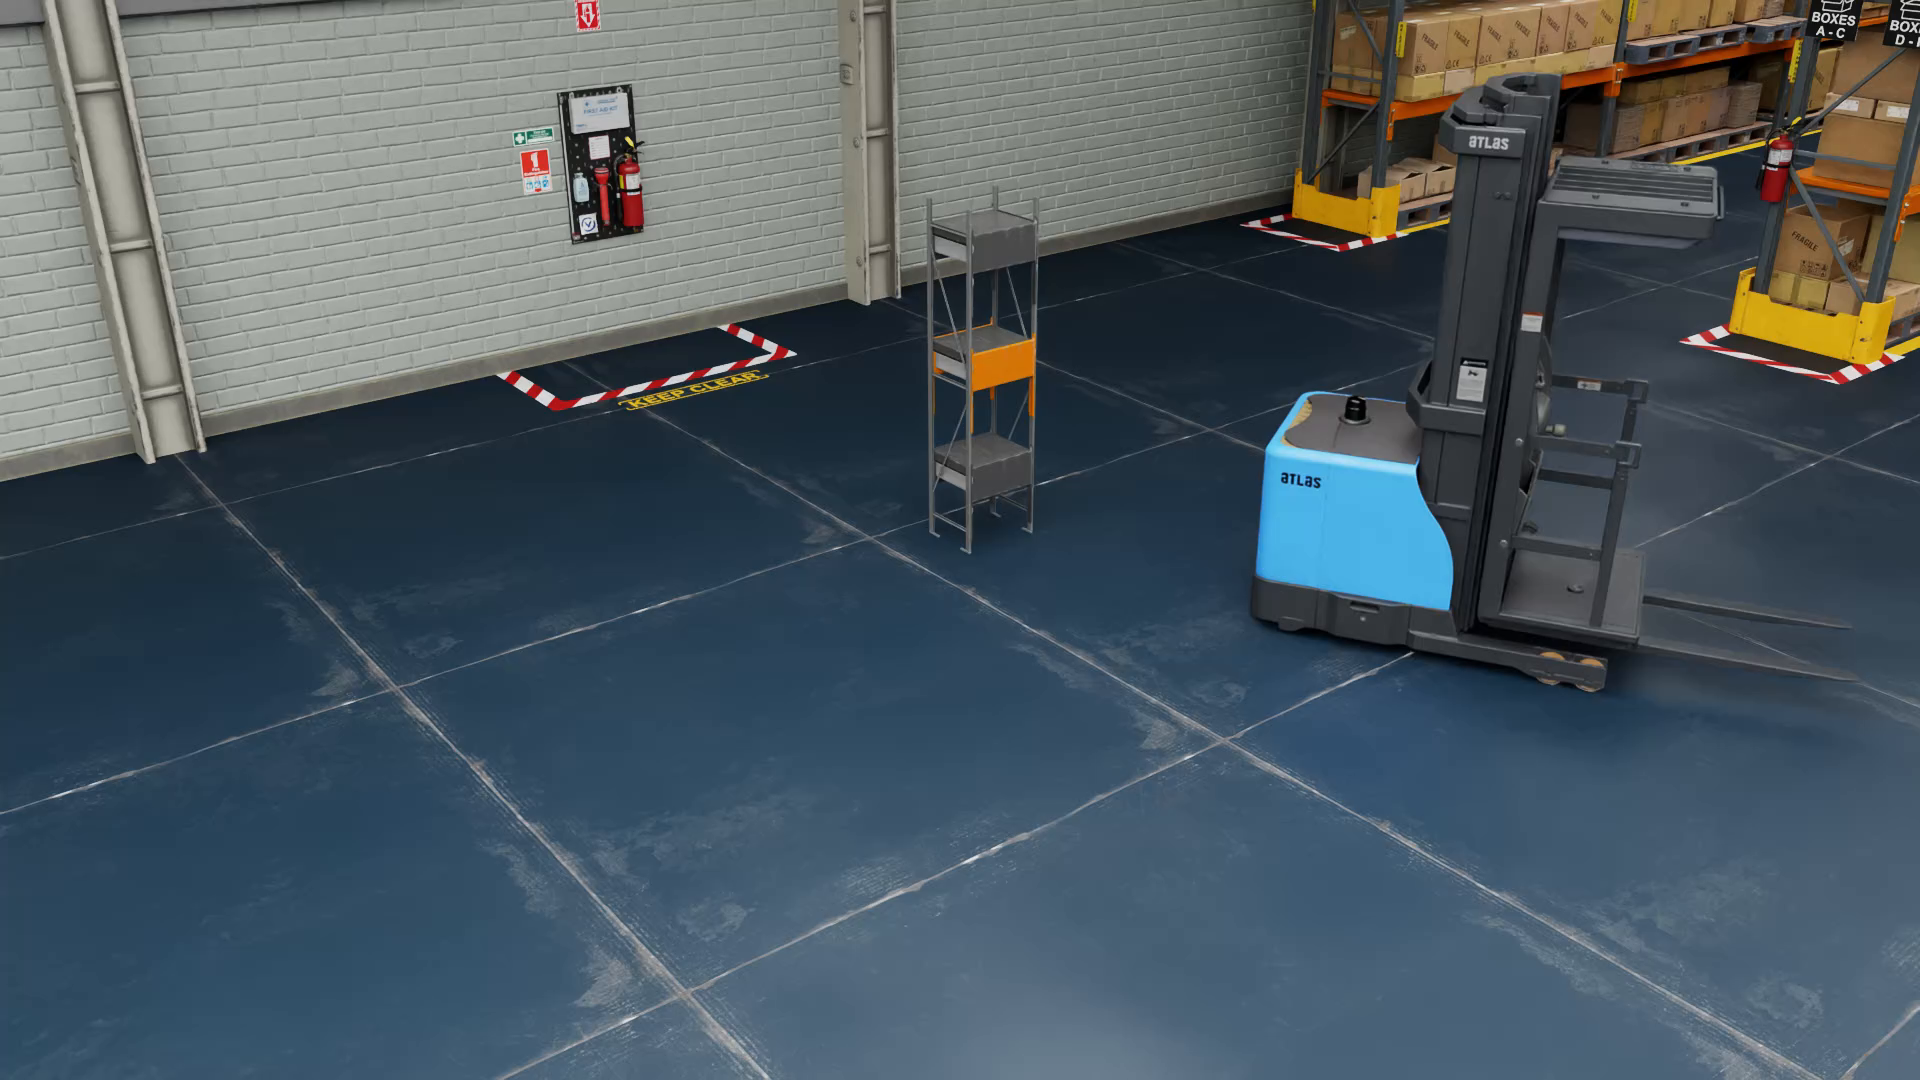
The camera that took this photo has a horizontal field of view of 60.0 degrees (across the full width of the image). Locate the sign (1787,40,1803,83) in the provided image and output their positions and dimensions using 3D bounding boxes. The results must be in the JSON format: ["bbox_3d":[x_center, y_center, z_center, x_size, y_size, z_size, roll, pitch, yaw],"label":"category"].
[{"bbox_3d":[6.666,-3.807,13.233,0.005,0.325,0.100,-18,31,-34],"label":"sign"}]

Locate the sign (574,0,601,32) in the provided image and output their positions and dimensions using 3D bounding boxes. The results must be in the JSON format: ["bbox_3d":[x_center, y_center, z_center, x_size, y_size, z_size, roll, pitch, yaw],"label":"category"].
[{"bbox_3d":[-2.810,-3.994,12.539,0.199,0.298,0.001,-18,31,-34],"label":"sign"}]

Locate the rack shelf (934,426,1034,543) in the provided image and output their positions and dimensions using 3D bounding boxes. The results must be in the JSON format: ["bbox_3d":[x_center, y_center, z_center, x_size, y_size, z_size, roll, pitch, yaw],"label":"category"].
[{"bbox_3d":[0.130,-0.348,10.201,0.480,0.518,0.431,-18,31,-34],"label":"rack shelf"}]

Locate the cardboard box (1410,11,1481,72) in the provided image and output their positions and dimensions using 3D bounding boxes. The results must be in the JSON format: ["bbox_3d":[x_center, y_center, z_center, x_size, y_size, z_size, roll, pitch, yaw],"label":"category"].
[{"bbox_3d":[4.886,-5.062,16.857,0.500,0.500,0.500,-18,30,-34],"label":"cardboard box"}]

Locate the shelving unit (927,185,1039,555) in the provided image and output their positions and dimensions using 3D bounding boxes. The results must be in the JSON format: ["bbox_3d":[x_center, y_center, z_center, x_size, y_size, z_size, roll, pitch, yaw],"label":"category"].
[{"bbox_3d":[0.130,-0.995,9.901,0.503,2.100,0.431,-18,31,-34],"label":"shelving unit"}]

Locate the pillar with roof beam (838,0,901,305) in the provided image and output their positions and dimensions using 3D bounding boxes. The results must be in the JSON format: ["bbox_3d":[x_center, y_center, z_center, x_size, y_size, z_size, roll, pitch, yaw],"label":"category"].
[{"bbox_3d":[1.882,-4.836,9.980,0.400,9.000,9.100,-18,31,-34],"label":"pillar with roof beam"}]

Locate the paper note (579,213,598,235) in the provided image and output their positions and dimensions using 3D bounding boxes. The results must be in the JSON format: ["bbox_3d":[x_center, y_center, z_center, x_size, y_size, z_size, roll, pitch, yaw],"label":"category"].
[{"bbox_3d":[-2.924,-2.489,13.096,0.142,0.148,0.016,-18,31,-34],"label":"paper note"}]

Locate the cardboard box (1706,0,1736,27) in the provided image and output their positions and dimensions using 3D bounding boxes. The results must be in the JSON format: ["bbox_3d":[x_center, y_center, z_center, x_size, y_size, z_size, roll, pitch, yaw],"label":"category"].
[{"bbox_3d":[8.895,-6.498,20.046,0.500,0.500,0.700,-18,31,-34],"label":"cardboard box"}]

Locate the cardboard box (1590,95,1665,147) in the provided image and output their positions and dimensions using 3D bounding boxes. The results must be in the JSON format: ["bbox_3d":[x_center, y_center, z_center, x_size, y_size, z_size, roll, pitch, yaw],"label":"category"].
[{"bbox_3d":[8.022,-5.083,20.087,0.500,0.500,0.700,-19,31,-35],"label":"cardboard box"}]

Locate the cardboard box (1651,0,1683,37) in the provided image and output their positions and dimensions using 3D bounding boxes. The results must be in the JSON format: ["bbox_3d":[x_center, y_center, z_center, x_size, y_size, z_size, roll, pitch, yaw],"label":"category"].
[{"bbox_3d":[7.944,-6.179,19.359,0.500,0.500,0.700,-15,29,-29],"label":"cardboard box"}]

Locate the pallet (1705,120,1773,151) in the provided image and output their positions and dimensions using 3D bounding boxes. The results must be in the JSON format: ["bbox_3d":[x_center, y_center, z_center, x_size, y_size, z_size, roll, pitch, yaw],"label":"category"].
[{"bbox_3d":[9.610,-5.242,21.294,1.213,0.211,1.003,-18,31,-34],"label":"pallet"}]

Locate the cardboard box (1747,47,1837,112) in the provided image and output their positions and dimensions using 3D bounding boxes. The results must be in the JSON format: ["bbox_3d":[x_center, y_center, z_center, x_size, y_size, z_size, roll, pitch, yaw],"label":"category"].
[{"bbox_3d":[10.885,-6.072,21.825,0.750,0.750,0.750,-19,31,-35],"label":"cardboard box"}]

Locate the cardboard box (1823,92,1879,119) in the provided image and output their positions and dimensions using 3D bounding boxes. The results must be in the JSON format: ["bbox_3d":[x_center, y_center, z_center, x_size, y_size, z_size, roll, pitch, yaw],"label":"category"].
[{"bbox_3d":[7.173,-3.493,13.324,0.250,0.149,0.380,-19,31,-35],"label":"cardboard box"}]

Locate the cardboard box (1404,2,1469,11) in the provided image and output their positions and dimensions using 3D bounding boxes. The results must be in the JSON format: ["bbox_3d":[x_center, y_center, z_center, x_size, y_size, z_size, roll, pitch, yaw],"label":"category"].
[{"bbox_3d":[4.976,-5.368,17.517,0.500,0.500,0.500,-19,31,-35],"label":"cardboard box"}]

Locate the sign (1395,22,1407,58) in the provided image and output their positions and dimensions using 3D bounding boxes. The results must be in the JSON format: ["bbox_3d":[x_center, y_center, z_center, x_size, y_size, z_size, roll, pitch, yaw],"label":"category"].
[{"bbox_3d":[4.265,-4.844,16.096,0.005,0.325,0.100,-18,31,-34],"label":"sign"}]

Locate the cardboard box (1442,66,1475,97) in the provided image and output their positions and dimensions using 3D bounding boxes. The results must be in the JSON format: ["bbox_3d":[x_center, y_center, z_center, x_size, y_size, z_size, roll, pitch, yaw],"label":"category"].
[{"bbox_3d":[4.910,-4.733,17.040,0.500,0.250,0.500,-19,31,-36],"label":"cardboard box"}]

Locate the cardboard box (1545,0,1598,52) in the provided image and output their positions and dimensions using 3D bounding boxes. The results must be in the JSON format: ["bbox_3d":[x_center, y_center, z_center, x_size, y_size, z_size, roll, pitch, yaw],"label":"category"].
[{"bbox_3d":[6.507,-5.594,18.005,0.500,0.500,0.500,-18,31,-34],"label":"cardboard box"}]

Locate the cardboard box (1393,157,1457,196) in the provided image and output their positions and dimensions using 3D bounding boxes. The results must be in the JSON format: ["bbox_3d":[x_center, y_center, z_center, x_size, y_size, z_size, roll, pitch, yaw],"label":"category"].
[{"bbox_3d":[4.979,-3.909,17.781,0.500,0.311,0.500,-15,29,-30],"label":"cardboard box"}]

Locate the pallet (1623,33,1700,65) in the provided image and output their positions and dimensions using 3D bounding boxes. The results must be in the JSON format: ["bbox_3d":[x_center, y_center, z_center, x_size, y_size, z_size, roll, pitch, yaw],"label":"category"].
[{"bbox_3d":[7.769,-5.733,19.268,1.213,0.211,1.003,-18,31,-34],"label":"pallet"}]

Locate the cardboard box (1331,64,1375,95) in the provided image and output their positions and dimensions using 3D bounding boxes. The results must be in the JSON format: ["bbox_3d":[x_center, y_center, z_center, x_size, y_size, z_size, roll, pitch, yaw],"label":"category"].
[{"bbox_3d":[4.178,-4.758,17.093,0.500,0.250,0.500,-18,30,-33],"label":"cardboard box"}]

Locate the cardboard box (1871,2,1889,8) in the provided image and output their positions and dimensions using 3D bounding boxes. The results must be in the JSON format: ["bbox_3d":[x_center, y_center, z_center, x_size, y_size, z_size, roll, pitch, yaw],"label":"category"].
[{"bbox_3d":[11.980,-7.339,22.005,0.500,0.500,0.500,-17,30,-33],"label":"cardboard box"}]

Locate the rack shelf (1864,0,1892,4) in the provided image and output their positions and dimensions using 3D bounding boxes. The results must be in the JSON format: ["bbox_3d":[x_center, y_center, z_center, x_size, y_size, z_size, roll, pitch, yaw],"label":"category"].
[{"bbox_3d":[8.564,-4.545,13.771,4.000,0.370,1.077,-18,31,-34],"label":"rack shelf"}]

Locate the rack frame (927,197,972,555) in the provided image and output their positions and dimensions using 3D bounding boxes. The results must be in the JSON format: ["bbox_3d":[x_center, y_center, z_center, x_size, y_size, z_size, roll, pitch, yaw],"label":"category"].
[{"bbox_3d":[-0.062,-0.932,9.764,0.015,2.100,0.400,-18,31,-34],"label":"rack frame"}]

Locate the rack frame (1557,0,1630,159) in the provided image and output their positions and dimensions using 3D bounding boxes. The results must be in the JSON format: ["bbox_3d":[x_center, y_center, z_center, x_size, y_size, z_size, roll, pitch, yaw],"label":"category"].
[{"bbox_3d":[7.078,-5.670,18.904,0.127,3.000,1.000,-18,31,-34],"label":"rack frame"}]

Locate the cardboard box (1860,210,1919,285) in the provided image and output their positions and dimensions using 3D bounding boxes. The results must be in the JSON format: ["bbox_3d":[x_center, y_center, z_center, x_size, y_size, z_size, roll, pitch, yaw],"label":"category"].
[{"bbox_3d":[7.941,-2.470,13.887,0.500,0.500,0.500,-18,31,-34],"label":"cardboard box"}]

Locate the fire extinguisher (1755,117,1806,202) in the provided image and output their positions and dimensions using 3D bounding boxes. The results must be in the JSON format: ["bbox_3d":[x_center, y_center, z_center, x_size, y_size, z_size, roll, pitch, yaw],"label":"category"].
[{"bbox_3d":[6.610,-3.079,13.413,0.183,0.674,0.296,-18,31,-34],"label":"fire extinguisher"}]

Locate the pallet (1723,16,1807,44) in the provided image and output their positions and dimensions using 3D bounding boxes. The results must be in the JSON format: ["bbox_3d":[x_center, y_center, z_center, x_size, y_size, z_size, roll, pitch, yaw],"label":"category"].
[{"bbox_3d":[9.730,-6.402,20.708,1.003,0.211,1.213,-18,31,-34],"label":"pallet"}]

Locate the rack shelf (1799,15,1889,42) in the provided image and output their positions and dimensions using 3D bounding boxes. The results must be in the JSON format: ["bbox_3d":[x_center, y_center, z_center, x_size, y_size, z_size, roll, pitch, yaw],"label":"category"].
[{"bbox_3d":[11.799,-6.902,22.414,4.000,0.370,1.077,-18,31,-34],"label":"rack shelf"}]

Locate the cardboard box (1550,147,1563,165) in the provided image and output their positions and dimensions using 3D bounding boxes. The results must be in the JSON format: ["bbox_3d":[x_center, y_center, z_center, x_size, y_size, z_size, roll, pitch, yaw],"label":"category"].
[{"bbox_3d":[6.675,-4.436,19.087,0.380,0.166,0.250,22,33,39],"label":"cardboard box"}]

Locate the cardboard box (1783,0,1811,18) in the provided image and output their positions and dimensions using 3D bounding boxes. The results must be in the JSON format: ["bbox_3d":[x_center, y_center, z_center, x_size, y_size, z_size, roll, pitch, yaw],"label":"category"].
[{"bbox_3d":[10.766,-6.940,21.144,0.500,0.500,0.500,-17,30,-33],"label":"cardboard box"}]

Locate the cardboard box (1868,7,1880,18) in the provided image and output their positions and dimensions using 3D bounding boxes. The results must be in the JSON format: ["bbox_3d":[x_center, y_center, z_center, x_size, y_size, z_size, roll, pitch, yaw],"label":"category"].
[{"bbox_3d":[12.039,-7.081,22.219,0.250,0.149,0.380,-17,30,-32],"label":"cardboard box"}]

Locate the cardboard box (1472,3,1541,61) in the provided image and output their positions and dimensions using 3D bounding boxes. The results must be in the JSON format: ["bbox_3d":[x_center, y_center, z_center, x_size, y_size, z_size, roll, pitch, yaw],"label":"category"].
[{"bbox_3d":[5.696,-5.332,17.439,0.500,0.500,0.500,-17,30,-32],"label":"cardboard box"}]

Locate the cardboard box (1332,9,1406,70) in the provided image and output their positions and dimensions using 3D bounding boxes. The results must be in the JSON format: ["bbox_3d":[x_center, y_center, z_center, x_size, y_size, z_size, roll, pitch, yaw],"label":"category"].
[{"bbox_3d":[4.170,-5.105,16.950,0.500,0.500,0.500,-19,31,-35],"label":"cardboard box"}]

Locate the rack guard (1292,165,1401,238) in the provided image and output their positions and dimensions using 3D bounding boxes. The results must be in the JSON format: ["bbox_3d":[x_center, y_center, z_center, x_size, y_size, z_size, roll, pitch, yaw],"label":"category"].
[{"bbox_3d":[3.990,-3.517,17.234,0.348,0.500,1.175,-18,31,-34],"label":"rack guard"}]

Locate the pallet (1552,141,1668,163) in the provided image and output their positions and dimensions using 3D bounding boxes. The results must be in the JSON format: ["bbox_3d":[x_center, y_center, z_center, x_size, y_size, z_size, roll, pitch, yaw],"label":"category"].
[{"bbox_3d":[7.690,-4.608,19.928,1.213,0.211,1.003,-18,31,-34],"label":"pallet"}]

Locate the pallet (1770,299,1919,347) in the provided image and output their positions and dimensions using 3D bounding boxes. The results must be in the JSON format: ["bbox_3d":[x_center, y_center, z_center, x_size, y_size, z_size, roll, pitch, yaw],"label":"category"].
[{"bbox_3d":[7.566,-1.939,14.176,1.213,0.211,1.003,-18,31,-34],"label":"pallet"}]

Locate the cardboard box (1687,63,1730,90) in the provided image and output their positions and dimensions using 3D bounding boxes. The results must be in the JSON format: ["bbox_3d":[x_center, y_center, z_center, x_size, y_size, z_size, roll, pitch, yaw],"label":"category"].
[{"bbox_3d":[9.204,-5.783,20.704,0.500,0.250,0.500,-18,30,-33],"label":"cardboard box"}]

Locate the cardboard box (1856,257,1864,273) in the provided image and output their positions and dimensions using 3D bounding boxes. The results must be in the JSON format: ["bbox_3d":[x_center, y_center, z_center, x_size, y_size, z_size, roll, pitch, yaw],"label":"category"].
[{"bbox_3d":[7.616,-2.305,14.421,0.500,0.250,0.500,-18,31,-34],"label":"cardboard box"}]

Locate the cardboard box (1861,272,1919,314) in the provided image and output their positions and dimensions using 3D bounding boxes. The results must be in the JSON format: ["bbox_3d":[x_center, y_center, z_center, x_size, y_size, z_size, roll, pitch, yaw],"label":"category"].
[{"bbox_3d":[7.940,-2.131,14.046,0.500,0.250,0.500,-18,31,-34],"label":"cardboard box"}]

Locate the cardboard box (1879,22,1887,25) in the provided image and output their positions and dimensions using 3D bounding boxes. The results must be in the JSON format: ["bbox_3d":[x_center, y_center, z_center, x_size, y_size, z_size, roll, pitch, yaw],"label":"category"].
[{"bbox_3d":[7.817,-3.894,13.417,0.500,0.500,0.700,-19,31,-35],"label":"cardboard box"}]

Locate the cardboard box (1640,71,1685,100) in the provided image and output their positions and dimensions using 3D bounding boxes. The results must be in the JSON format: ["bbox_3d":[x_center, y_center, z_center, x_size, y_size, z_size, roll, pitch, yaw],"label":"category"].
[{"bbox_3d":[8.398,-5.525,20.146,0.500,0.250,0.500,-19,31,-35],"label":"cardboard box"}]

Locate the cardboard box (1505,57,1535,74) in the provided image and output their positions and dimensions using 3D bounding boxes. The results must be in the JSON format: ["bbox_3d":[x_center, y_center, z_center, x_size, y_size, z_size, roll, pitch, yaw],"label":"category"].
[{"bbox_3d":[5.714,-4.994,17.602,0.500,0.250,0.500,-18,30,-34],"label":"cardboard box"}]

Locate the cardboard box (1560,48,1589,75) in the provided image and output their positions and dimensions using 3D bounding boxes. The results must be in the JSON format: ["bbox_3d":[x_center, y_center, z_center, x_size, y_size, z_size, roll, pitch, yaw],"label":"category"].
[{"bbox_3d":[6.495,-5.261,18.177,0.500,0.250,0.500,-18,30,-34],"label":"cardboard box"}]

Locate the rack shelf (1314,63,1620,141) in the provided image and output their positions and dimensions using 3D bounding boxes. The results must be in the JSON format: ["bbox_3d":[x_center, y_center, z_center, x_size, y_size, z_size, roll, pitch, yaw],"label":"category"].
[{"bbox_3d":[5.504,-4.824,17.936,4.000,0.370,1.077,-18,31,-34],"label":"rack shelf"}]

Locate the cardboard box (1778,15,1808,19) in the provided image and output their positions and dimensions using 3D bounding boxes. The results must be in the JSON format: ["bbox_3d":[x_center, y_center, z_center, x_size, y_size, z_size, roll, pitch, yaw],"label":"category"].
[{"bbox_3d":[10.627,-6.613,21.211,0.250,0.149,0.380,-19,31,-35],"label":"cardboard box"}]

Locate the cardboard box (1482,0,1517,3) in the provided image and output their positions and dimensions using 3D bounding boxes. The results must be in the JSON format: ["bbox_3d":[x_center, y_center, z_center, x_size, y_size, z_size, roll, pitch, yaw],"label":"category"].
[{"bbox_3d":[5.774,-5.638,18.098,0.500,0.500,0.500,-17,30,-33],"label":"cardboard box"}]

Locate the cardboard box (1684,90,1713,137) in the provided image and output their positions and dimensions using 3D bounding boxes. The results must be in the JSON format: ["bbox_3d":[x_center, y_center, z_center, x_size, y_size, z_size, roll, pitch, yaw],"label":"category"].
[{"bbox_3d":[8.840,-5.337,20.633,0.500,0.500,0.700,-18,31,-34],"label":"cardboard box"}]

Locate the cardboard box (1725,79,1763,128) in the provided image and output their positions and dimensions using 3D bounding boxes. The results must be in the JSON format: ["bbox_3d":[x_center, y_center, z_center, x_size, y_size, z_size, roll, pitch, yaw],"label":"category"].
[{"bbox_3d":[9.691,-5.571,21.136,0.500,0.500,0.700,-18,30,-33],"label":"cardboard box"}]

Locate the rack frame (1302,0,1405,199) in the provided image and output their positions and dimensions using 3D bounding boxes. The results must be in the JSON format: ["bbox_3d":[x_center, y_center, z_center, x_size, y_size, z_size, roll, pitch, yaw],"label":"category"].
[{"bbox_3d":[3.930,-4.631,16.665,0.127,3.000,1.000,-18,31,-34],"label":"rack frame"}]

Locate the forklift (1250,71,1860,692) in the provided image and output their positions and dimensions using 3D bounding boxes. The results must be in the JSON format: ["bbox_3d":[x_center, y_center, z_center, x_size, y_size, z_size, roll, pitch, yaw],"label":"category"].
[{"bbox_3d":[3.176,-0.802,8.497,3.031,2.935,1.130,10,27,20],"label":"forklift"}]

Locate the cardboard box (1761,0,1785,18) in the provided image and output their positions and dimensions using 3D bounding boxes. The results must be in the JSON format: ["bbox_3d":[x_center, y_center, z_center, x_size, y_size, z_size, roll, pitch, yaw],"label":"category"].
[{"bbox_3d":[9.862,-6.829,20.759,0.500,0.500,0.700,-23,33,-40],"label":"cardboard box"}]

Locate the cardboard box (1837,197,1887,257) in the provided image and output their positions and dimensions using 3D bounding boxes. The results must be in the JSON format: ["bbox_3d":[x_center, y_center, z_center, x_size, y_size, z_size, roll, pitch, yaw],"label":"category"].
[{"bbox_3d":[8.006,-2.777,14.547,0.500,0.500,0.500,-18,31,-34],"label":"cardboard box"}]

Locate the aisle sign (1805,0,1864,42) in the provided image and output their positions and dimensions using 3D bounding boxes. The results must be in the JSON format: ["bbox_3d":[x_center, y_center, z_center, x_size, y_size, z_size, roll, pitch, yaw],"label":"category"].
[{"bbox_3d":[6.757,-4.250,12.757,0.004,0.787,0.394,-18,31,-34],"label":"aisle sign"}]
